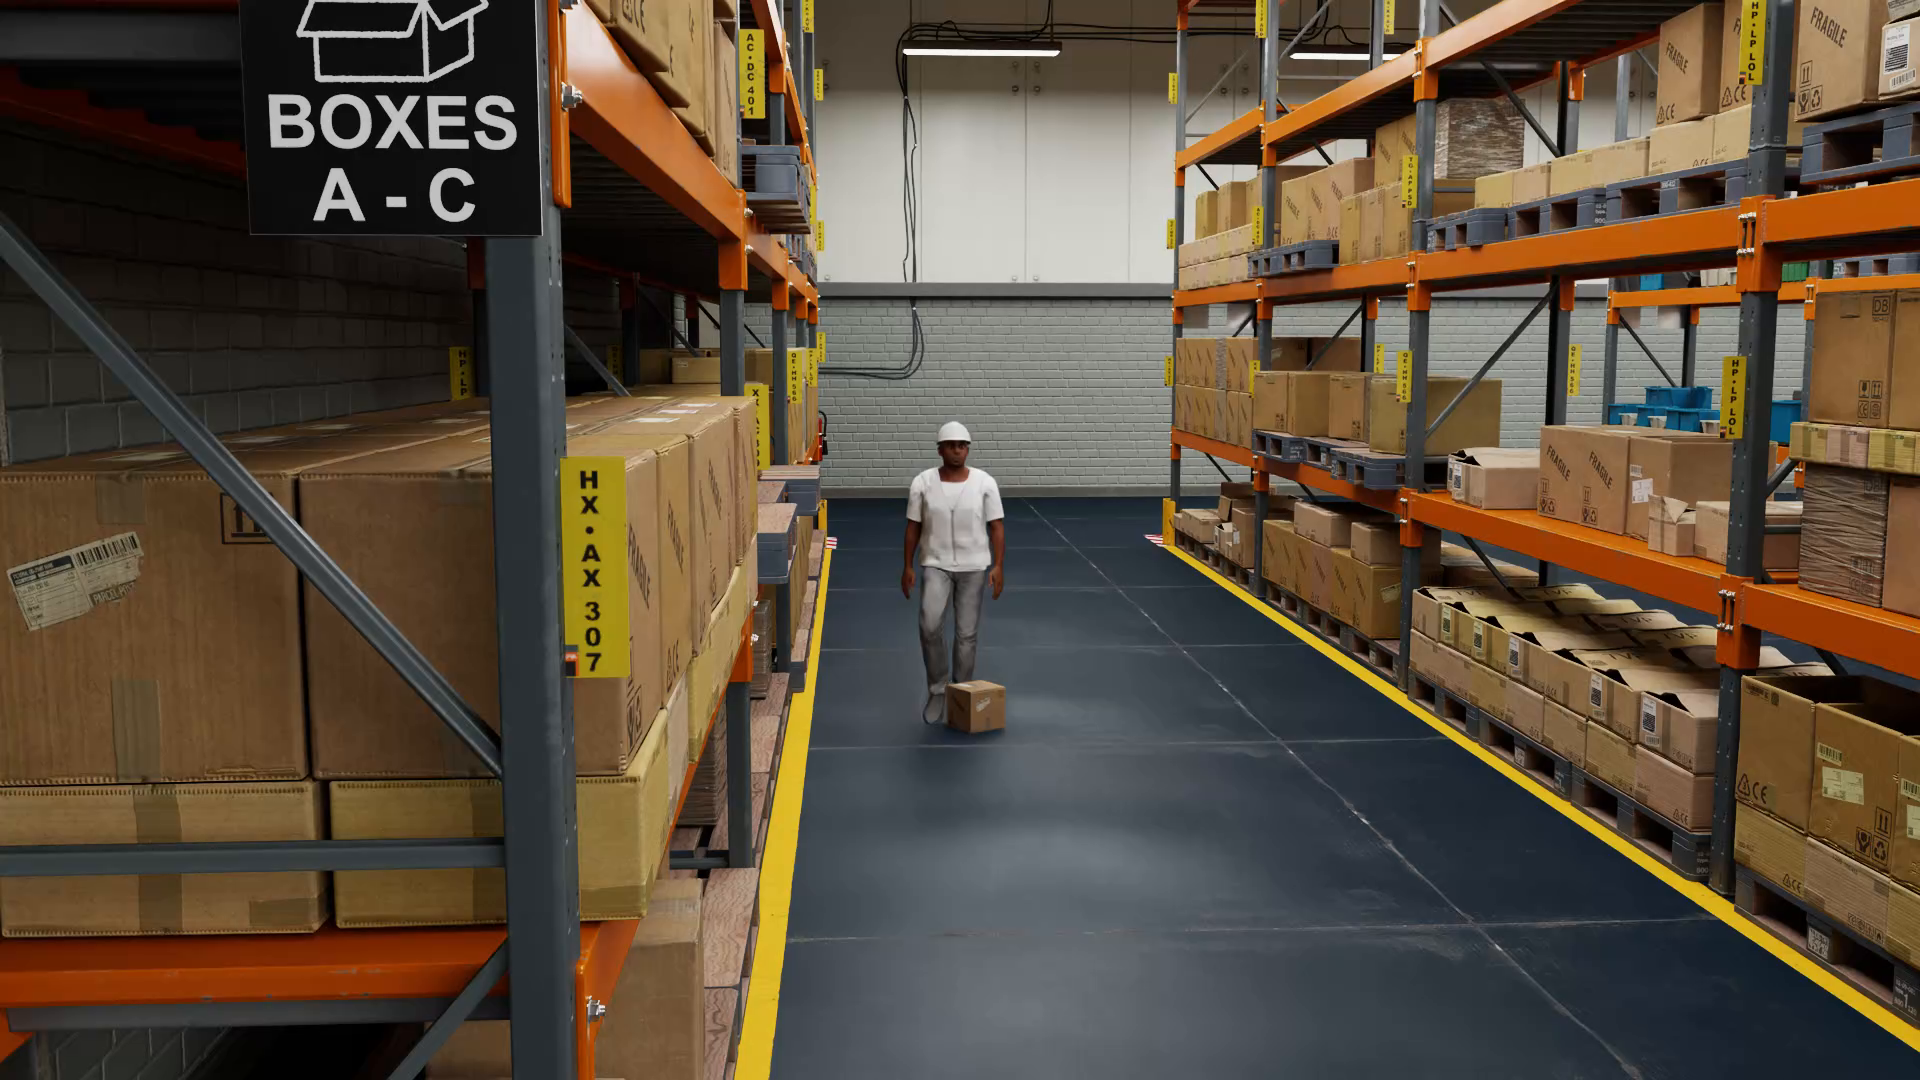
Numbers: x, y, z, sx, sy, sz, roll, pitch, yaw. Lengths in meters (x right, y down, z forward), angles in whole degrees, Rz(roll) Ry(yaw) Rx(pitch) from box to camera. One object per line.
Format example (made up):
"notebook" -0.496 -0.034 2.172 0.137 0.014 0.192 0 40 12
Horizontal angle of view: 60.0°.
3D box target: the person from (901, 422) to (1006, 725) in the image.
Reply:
"person" -0.039 0.204 9.898 0.621 1.808 0.509 0 7 -2
